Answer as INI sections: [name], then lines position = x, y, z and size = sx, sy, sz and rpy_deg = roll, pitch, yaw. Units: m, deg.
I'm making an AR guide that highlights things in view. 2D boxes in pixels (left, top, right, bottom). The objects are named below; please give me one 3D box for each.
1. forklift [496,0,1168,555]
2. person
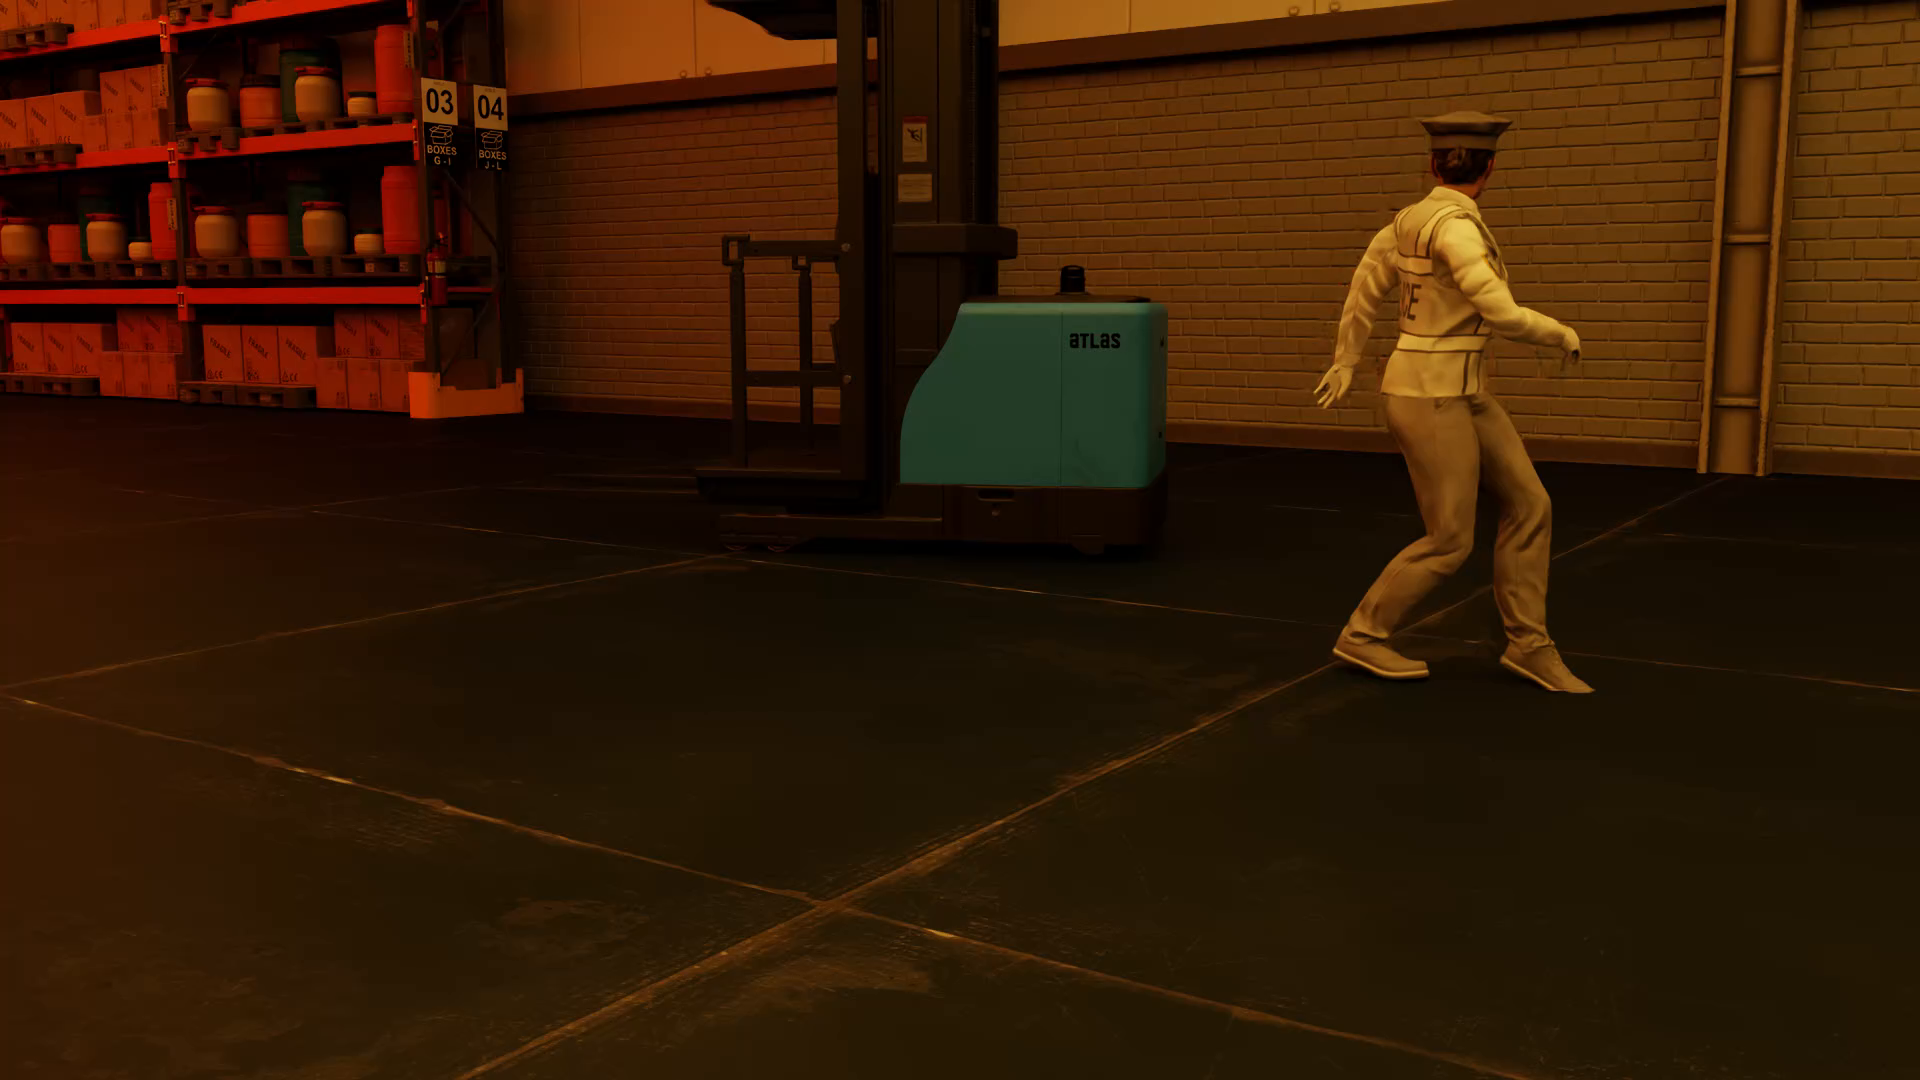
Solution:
[forklift]
position = -0.596, -1.469, 7.520
size = 3.031, 2.935, 1.130
rpy_deg = 2, 8, 12
[person]
position = 1.396, -0.372, 4.707
size = 0.849, 1.644, 0.527
rpy_deg = 3, 9, 22
